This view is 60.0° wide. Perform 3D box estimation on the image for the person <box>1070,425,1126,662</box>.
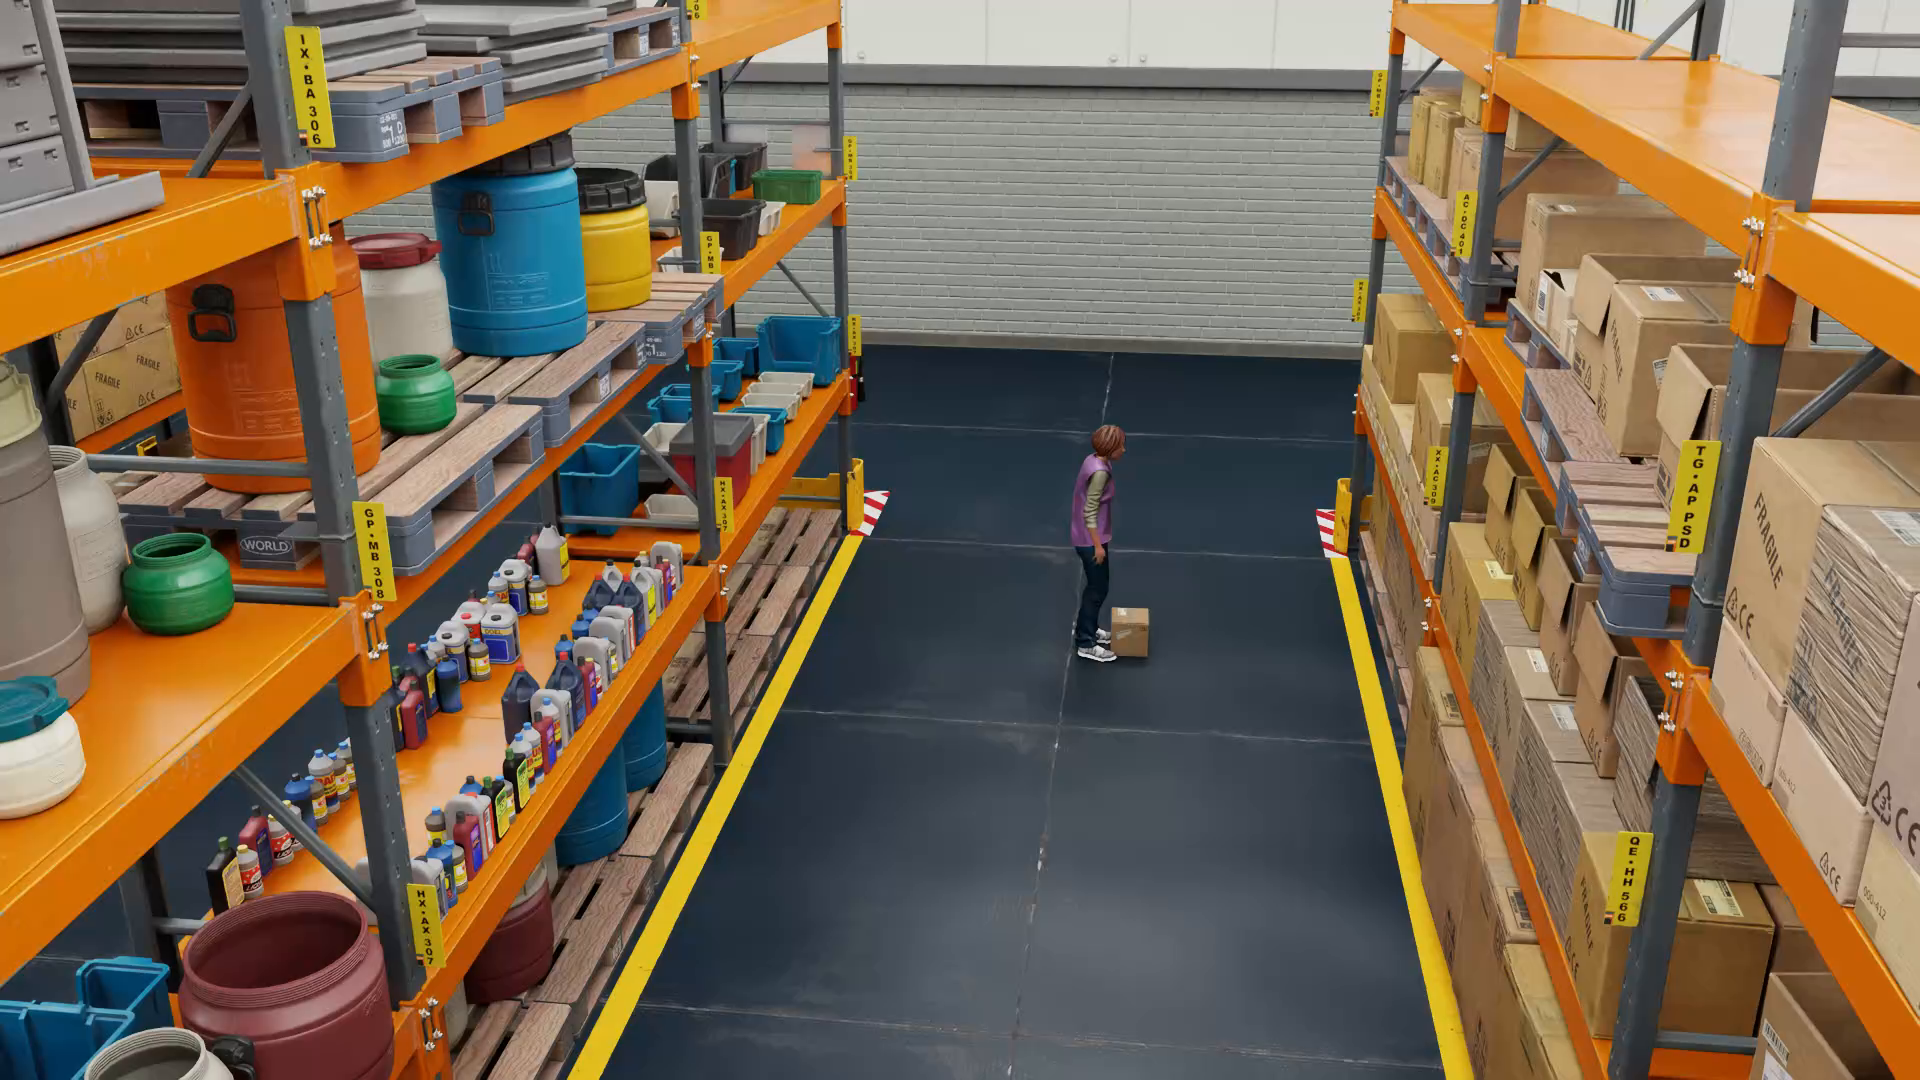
[{"bbox_3d":[0.908,-0.002,11.105,0.346,1.593,0.459,2,22,6],"label":"person"}]
